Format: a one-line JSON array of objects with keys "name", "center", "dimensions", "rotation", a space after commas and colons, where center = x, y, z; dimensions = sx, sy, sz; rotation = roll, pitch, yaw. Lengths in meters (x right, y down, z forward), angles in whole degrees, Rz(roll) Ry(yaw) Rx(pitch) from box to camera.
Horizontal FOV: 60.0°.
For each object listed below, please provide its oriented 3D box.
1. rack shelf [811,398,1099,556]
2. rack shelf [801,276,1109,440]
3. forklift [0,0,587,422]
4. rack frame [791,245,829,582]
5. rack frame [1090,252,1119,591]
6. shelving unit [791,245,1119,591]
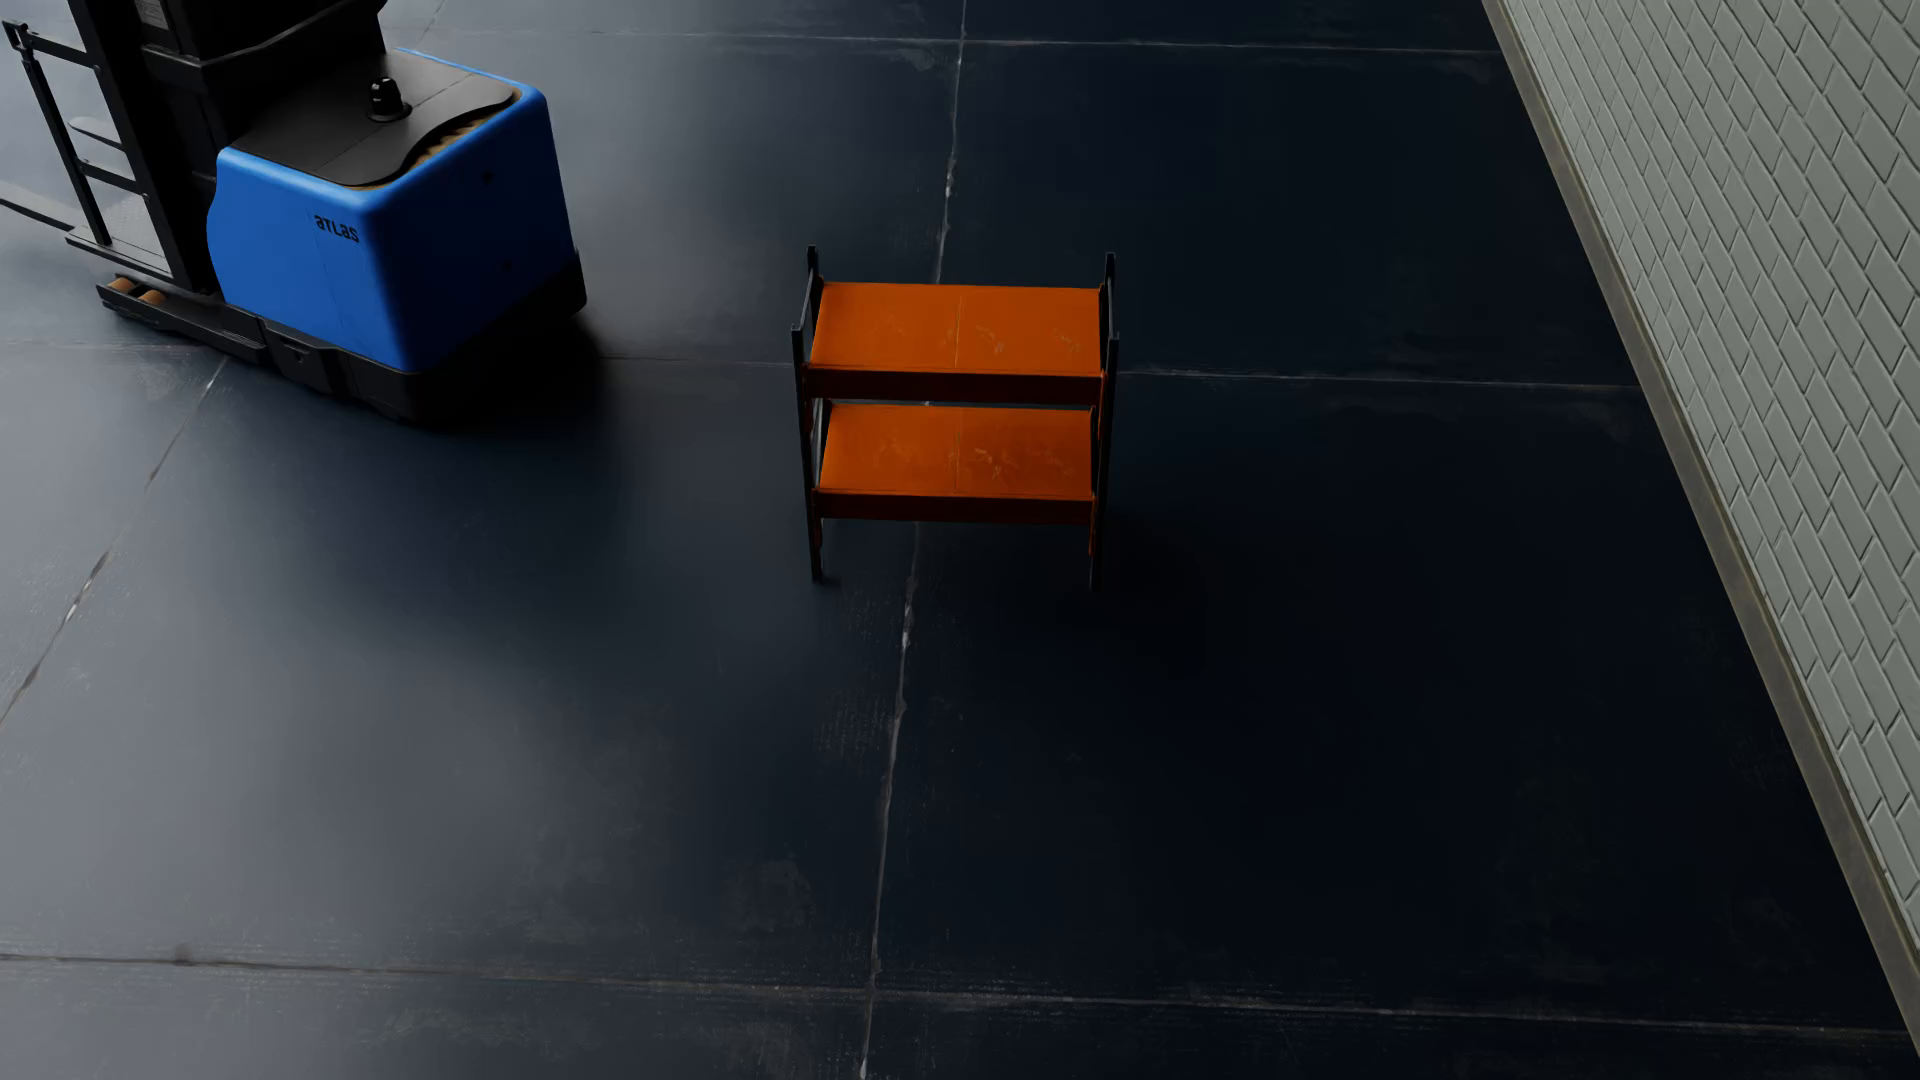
[{"name": "rack shelf", "center": [-0.007, -0.233, 6.033], "dimensions": [1.000, 0.278, 0.538], "rotation": [2, 43, 2]}, {"name": "rack shelf", "center": [-0.007, -0.626, 5.667], "dimensions": [1.000, 0.278, 0.538], "rotation": [2, 43, 2]}, {"name": "forklift", "center": [-3.169, -2.280, 6.548], "dimensions": [3.031, 2.935, 1.130], "rotation": [21, 47, 21]}, {"name": "rack frame", "center": [-0.515, -0.427, 5.884], "dimensions": [0.032, 1.125, 0.500], "rotation": [2, 43, 2]}, {"name": "rack frame", "center": [0.501, -0.396, 5.850], "dimensions": [0.032, 1.125, 0.500], "rotation": [2, 43, 2]}, {"name": "shelving unit", "center": [-0.007, -0.412, 5.867], "dimensions": [1.048, 1.125, 0.538], "rotation": [2, 43, 2]}]
